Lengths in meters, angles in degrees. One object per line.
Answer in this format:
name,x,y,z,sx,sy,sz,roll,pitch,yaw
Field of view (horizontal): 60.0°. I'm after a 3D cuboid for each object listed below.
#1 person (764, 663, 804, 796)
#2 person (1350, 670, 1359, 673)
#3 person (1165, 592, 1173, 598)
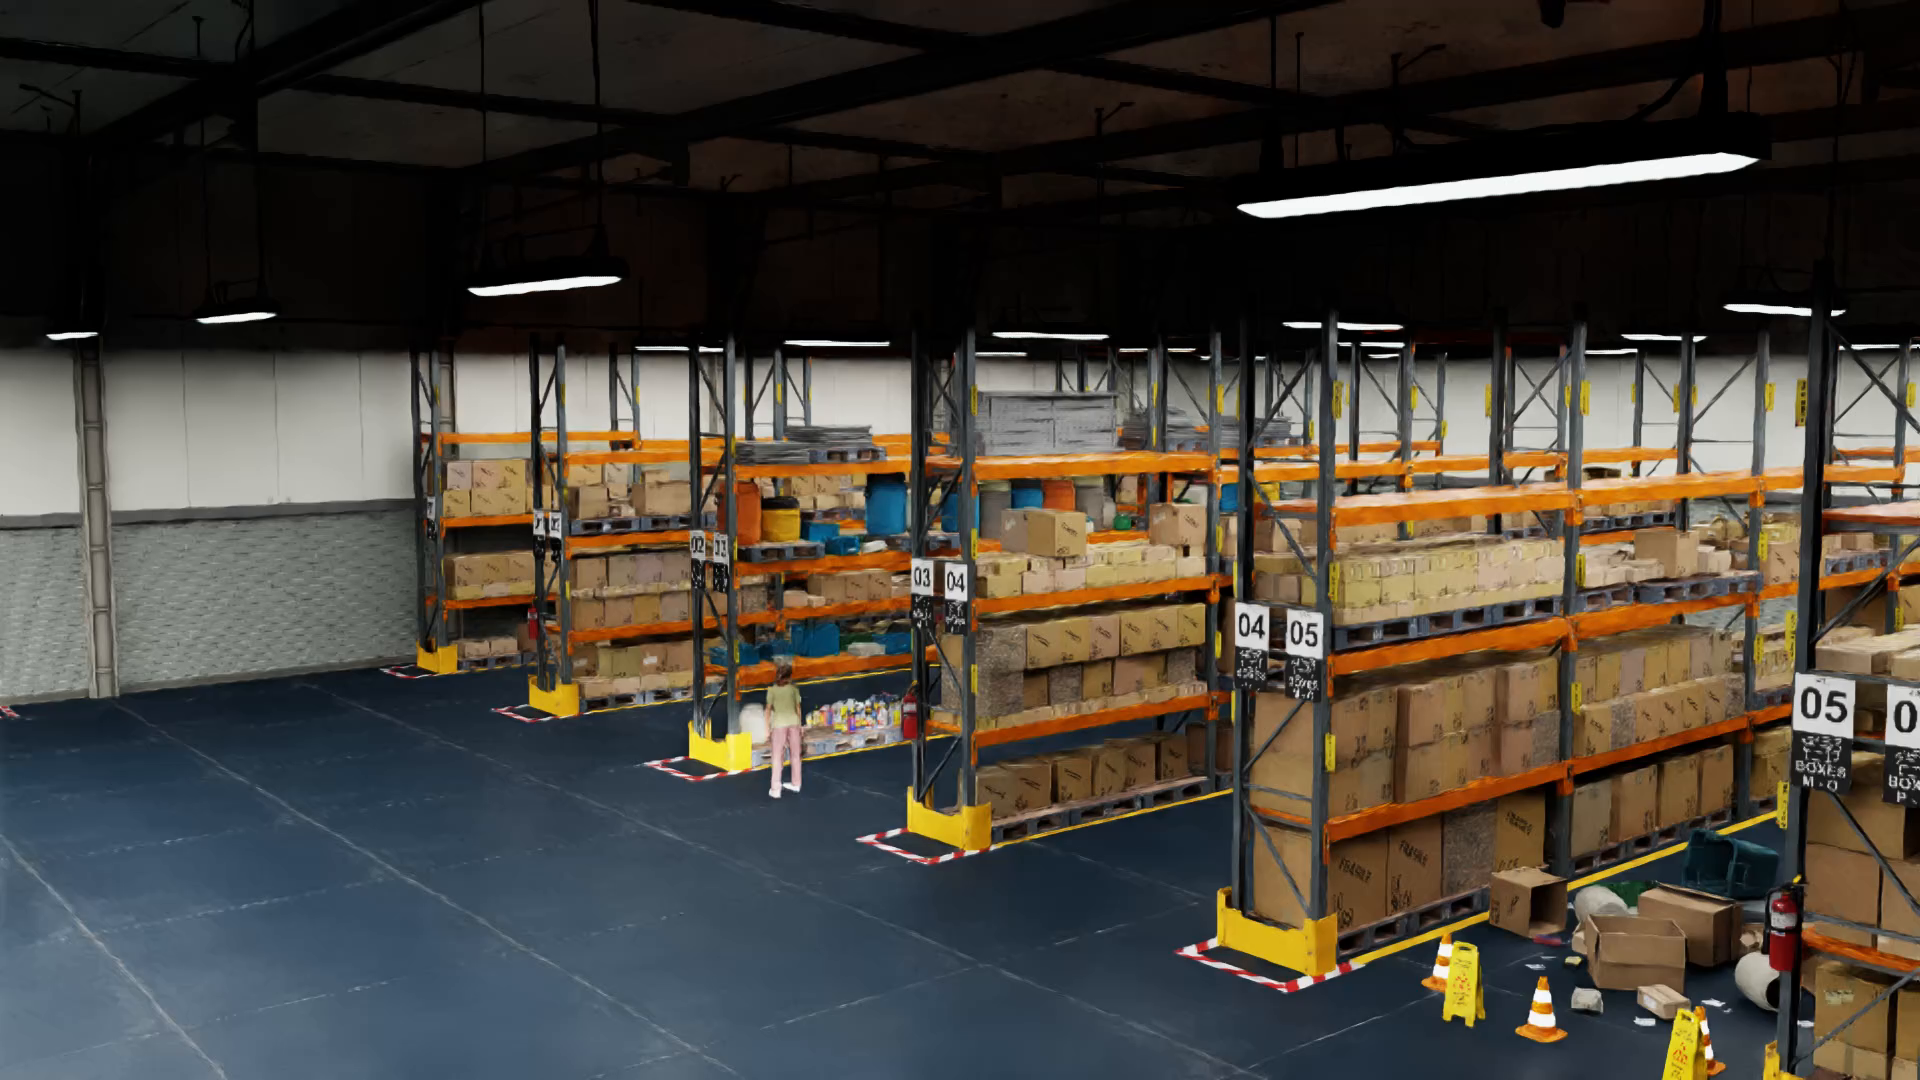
person,-2.223,2.375,21.026,0.497,1.674,0.484,-1,5,-6
person,5.221,2.266,21.534,0.515,1.789,0.661,2,6,21
person,3.830,1.456,31.423,1.095,1.578,0.497,-4,7,-37
